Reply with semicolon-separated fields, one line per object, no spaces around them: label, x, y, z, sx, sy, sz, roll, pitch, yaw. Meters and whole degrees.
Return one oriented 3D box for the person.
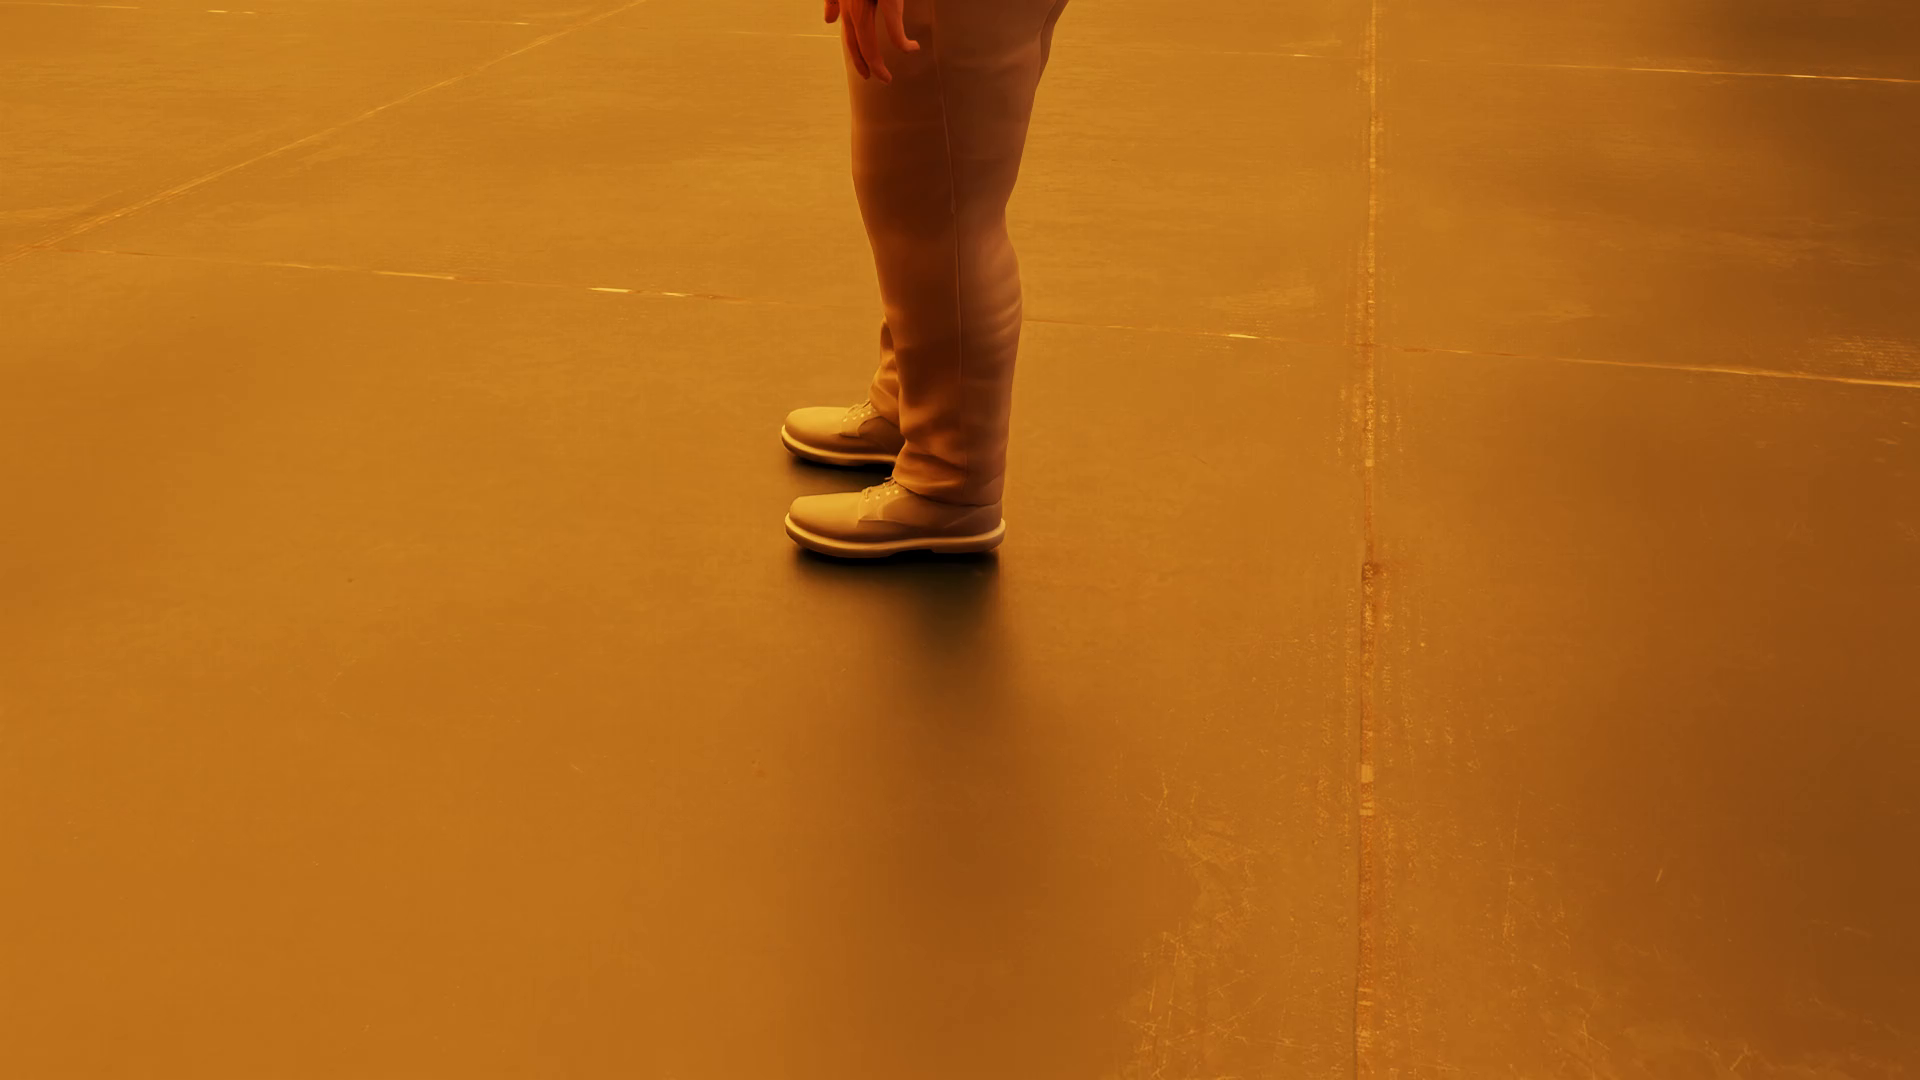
person;-0.085;-0.793;2.135;0.550;1.728;0.641;6;27;11
